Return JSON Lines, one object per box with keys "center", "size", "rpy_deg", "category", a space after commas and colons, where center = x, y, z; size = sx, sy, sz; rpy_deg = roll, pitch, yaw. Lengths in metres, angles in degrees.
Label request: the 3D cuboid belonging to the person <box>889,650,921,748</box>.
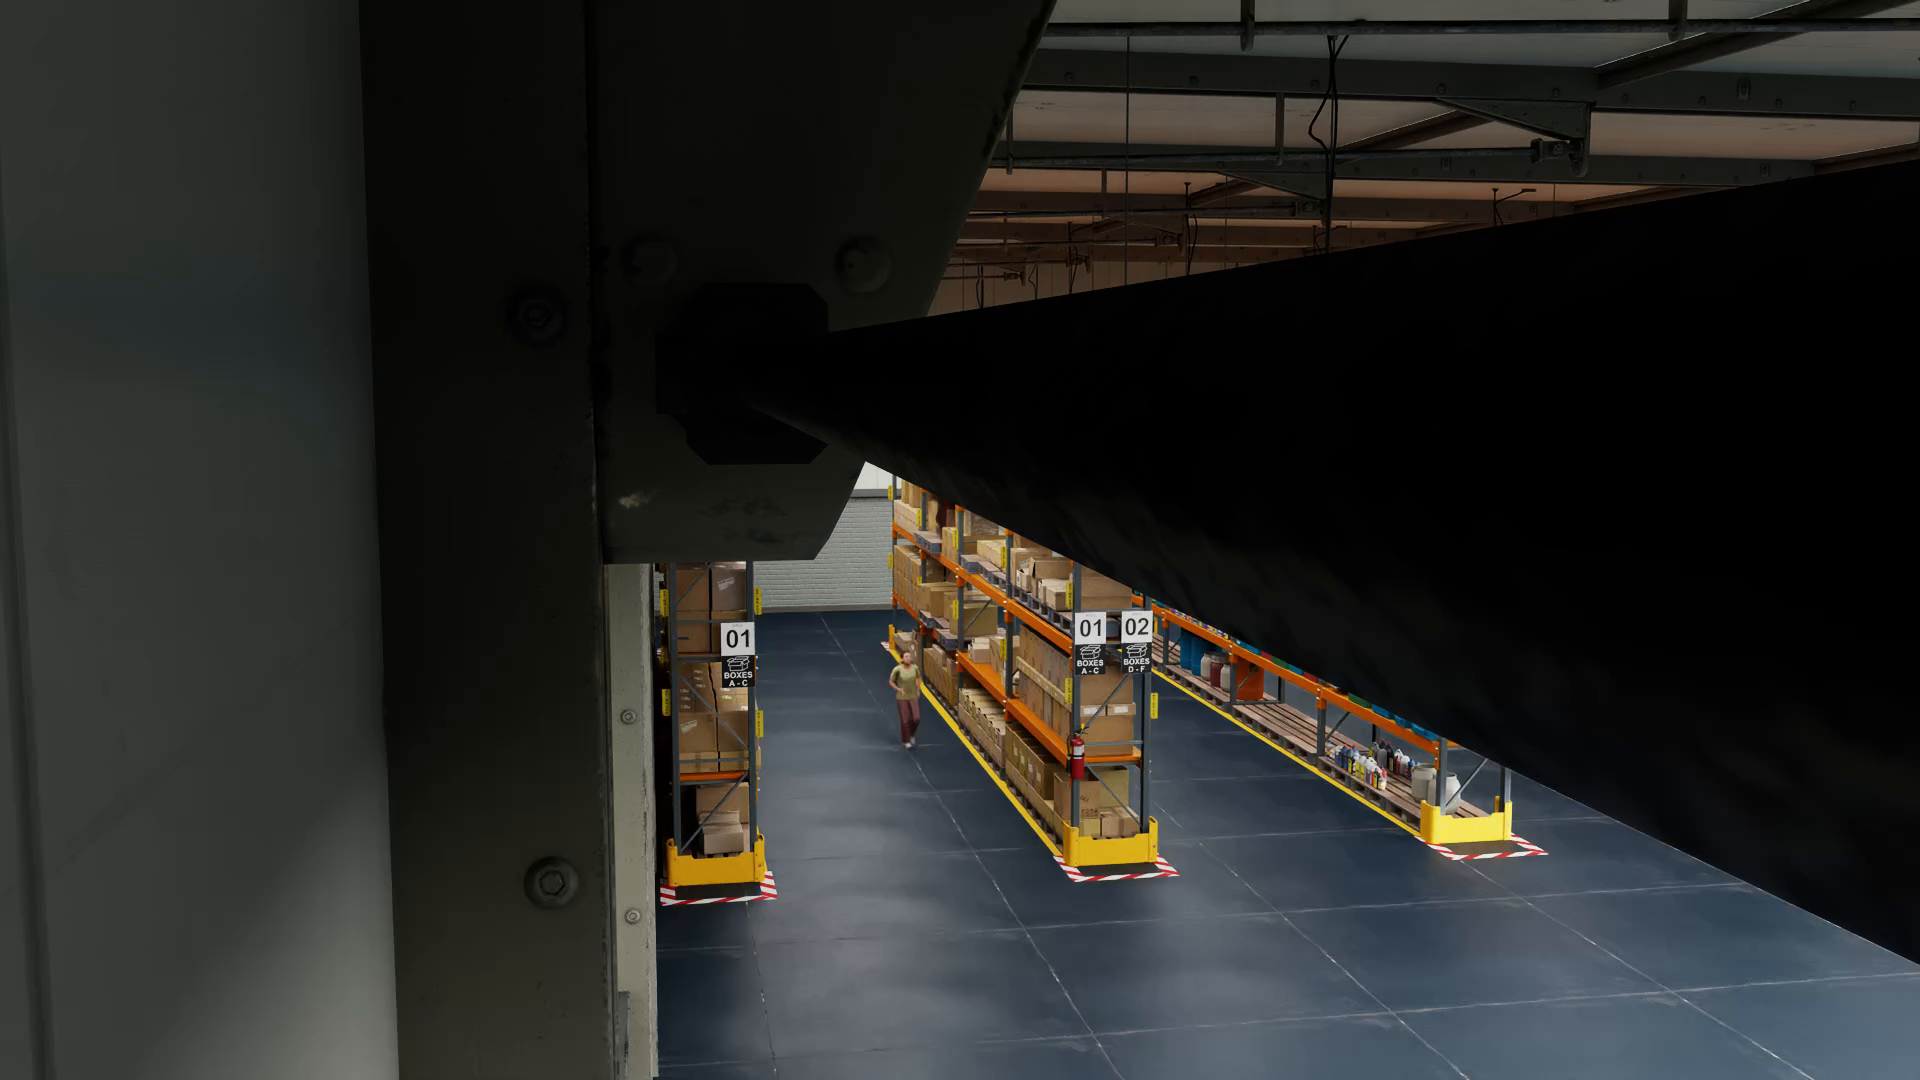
{"center": [-0.864, 2.591, 27.061], "size": [0.578, 1.630, 0.529], "rpy_deg": [-2, 6, -16], "category": "person"}
